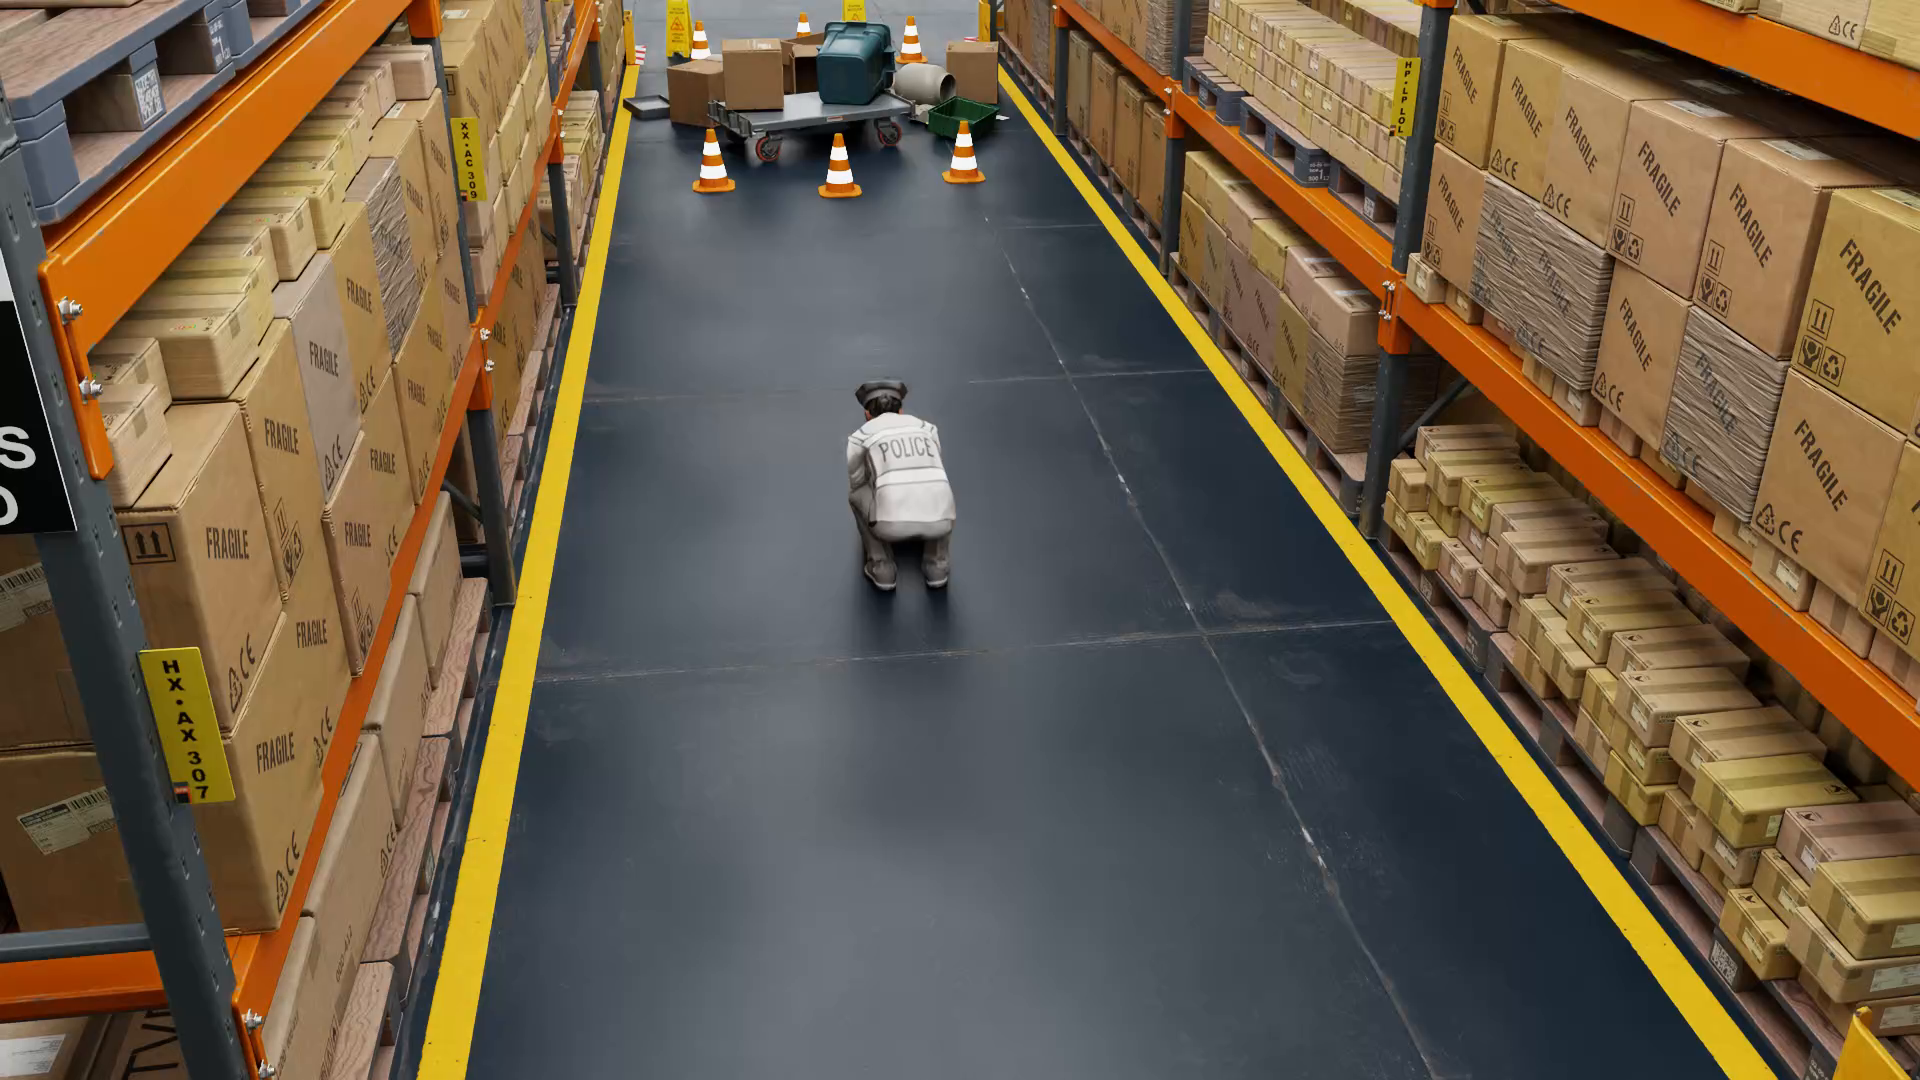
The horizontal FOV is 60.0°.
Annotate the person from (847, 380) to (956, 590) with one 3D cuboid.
[{"bbox_3d":[-0.266,-0.236,7.573,0.477,0.847,0.875,-4,28,-7],"label":"person"}]
